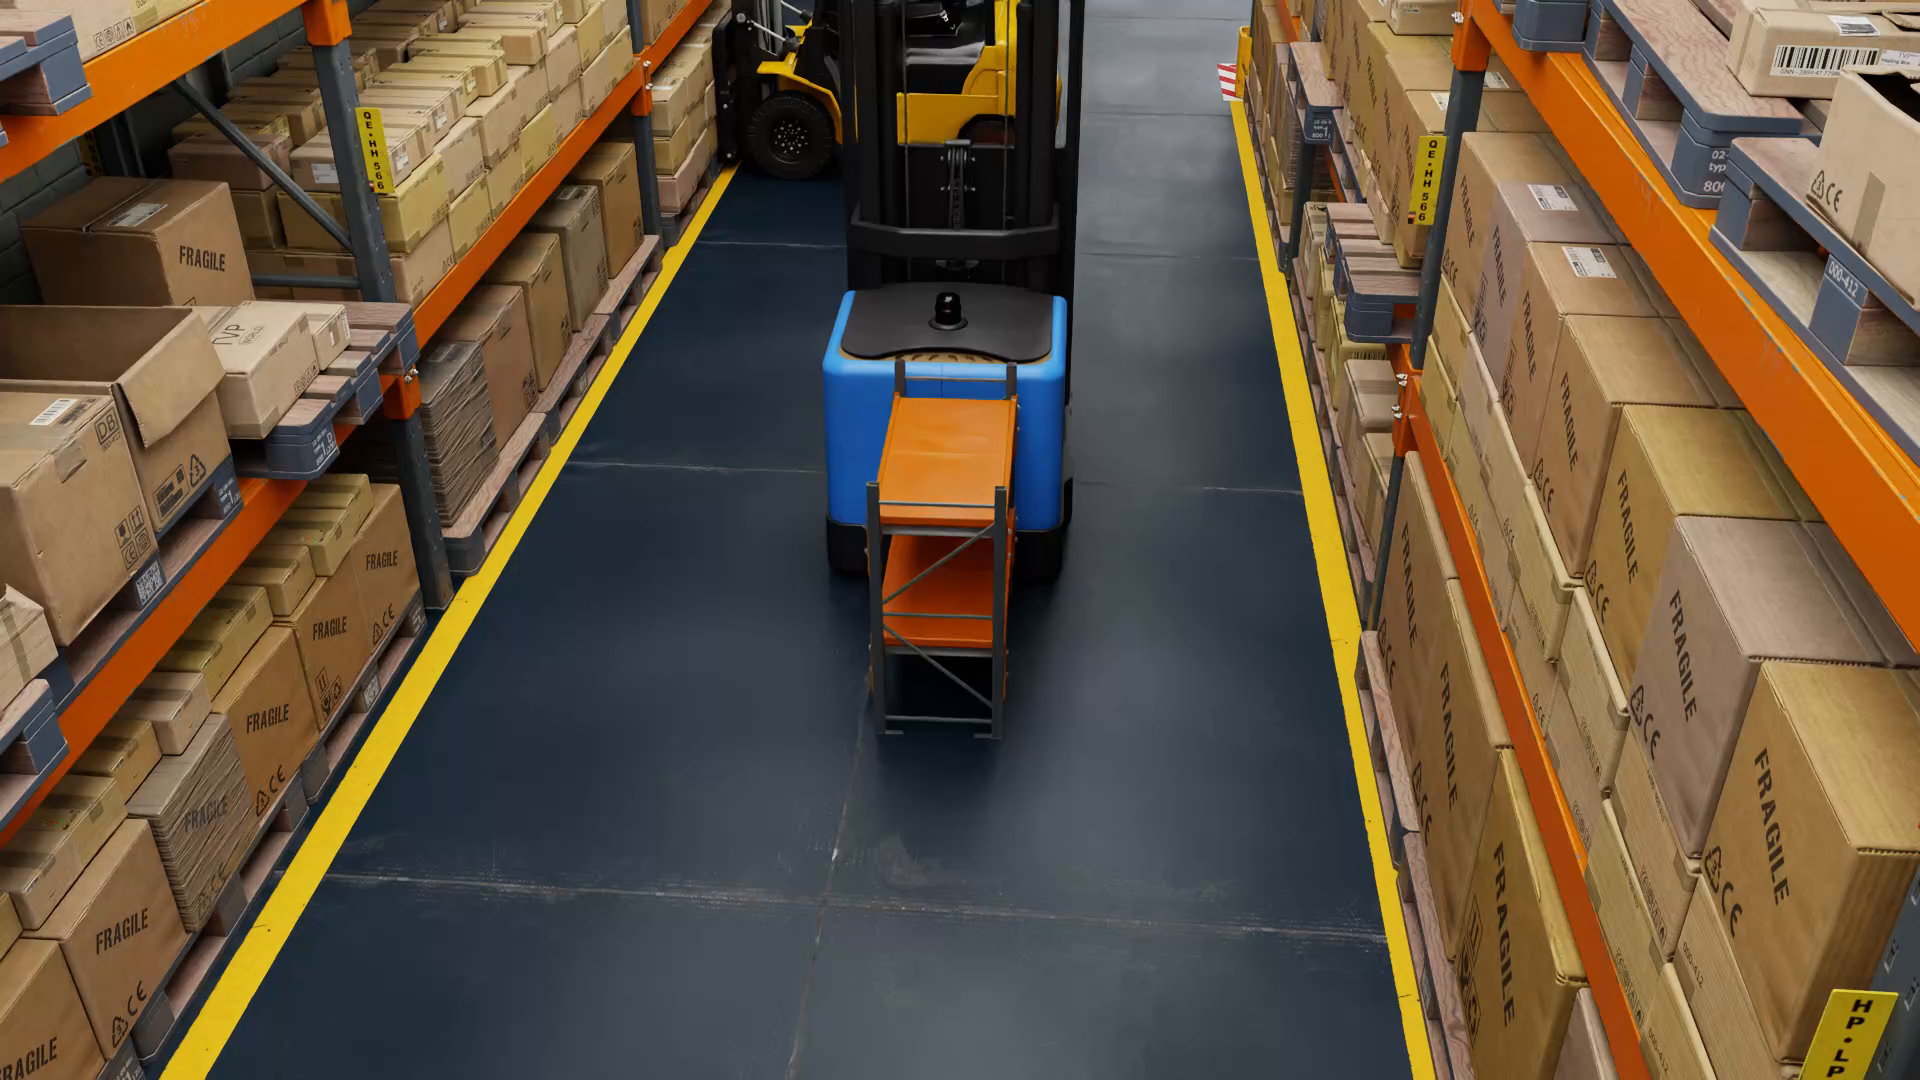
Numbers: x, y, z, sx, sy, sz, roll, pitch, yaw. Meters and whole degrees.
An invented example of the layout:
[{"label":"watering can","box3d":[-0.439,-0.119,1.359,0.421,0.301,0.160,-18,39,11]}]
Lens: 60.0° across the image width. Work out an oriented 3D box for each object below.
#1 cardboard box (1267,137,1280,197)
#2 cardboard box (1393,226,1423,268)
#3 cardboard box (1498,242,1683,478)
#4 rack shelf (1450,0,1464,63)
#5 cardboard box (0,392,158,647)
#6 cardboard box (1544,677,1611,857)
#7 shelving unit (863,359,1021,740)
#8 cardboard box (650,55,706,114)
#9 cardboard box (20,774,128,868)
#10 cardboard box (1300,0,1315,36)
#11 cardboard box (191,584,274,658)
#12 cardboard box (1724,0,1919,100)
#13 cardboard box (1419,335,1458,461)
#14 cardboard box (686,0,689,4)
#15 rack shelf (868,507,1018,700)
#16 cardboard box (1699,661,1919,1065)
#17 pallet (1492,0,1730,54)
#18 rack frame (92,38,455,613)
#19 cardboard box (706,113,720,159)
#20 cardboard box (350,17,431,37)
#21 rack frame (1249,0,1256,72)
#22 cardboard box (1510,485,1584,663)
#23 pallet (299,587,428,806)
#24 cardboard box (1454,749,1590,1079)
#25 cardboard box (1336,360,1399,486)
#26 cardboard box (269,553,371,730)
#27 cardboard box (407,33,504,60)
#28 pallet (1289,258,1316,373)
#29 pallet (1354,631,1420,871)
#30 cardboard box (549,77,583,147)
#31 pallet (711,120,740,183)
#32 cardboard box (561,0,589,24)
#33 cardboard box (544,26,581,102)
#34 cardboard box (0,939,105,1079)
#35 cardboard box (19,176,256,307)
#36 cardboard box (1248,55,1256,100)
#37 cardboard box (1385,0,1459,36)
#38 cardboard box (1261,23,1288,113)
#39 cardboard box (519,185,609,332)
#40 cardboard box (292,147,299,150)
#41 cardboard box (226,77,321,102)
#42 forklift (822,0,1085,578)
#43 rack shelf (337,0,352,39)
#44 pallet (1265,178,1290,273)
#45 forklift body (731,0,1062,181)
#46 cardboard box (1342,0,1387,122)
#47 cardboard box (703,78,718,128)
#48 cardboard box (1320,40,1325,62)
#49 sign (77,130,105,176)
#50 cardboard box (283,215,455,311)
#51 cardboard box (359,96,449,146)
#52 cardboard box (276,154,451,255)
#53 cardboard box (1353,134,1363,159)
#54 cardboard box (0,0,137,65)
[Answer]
[{"label":"cardboard box","box3d":[2.353,-2.505,11.176,0.500,0.250,0.500,2,32,3]},{"label":"cardboard box","box3d":[1.955,-1.202,6.681,0.380,0.149,0.250,3,32,5]},{"label":"cardboard box","box3d":[1.841,-0.497,4.648,0.500,0.500,0.500,3,32,5]},{"label":"rack shelf","box3d":[2.376,-2.822,7.297,1.077,0.370,4.000,2,32,4]},{"label":"cardboard box","box3d":[-2.691,-0.070,4.509,0.700,0.500,0.500,2,32,4]},{"label":"cardboard box","box3d":[1.776,0.575,4.100,0.500,0.250,0.500,2,32,3]},{"label":"shelving unit","box3d":[-0.051,0.020,6.646,0.538,1.125,1.048,2,32,3]},{"label":"cardboard box","box3d":[-2.005,-3.048,11.104,0.500,0.250,0.500,3,32,4]},{"label":"cardboard box","box3d":[-2.722,0.824,4.918,0.380,0.149,0.250,4,32,6]},{"label":"cardboard box","box3d":[2.327,-3.309,9.882,0.500,0.500,0.500,2,32,3]},{"label":"cardboard box","box3d":[-2.645,0.279,5.803,0.380,0.149,0.250,3,32,5]},{"label":"cardboard box","box3d":[1.892,-1.065,3.583,0.380,0.166,0.250,5,32,8]},{"label":"cardboard box","box3d":[1.923,-0.496,5.839,0.500,0.250,0.500,2,32,3]},{"label":"cardboard box","box3d":[-2.046,-3.908,11.138,0.500,0.500,0.500,2,32,3]},{"label":"rack shelf","box3d":[-0.051,0.228,6.774,0.538,0.278,1.000,2,32,3]},{"label":"cardboard box","box3d":[1.674,0.574,2.912,0.500,0.500,0.500,3,32,6]},{"label":"pallet","box3d":[2.214,-1.663,4.911,1.213,0.211,1.003,4,32,6]},{"label":"rack frame","box3d":[-2.734,-1.016,6.539,1.000,3.000,0.127,2,32,4]},{"label":"cardboard box","box3d":[-1.987,-2.890,11.800,0.500,0.250,0.500,3,32,5]},{"label":"cardboard box","box3d":[-2.821,-2.456,8.163,0.380,0.149,0.250,3,32,4]},{"label":"rack frame","box3d":[2.865,-4.989,12.986,1.000,3.000,0.127,2,32,4]},{"label":"cardboard box","box3d":[1.776,0.095,4.403,0.500,0.250,0.500,3,32,5]},{"label":"pallet","box3d":[-2.833,0.560,6.640,1.003,0.211,1.213,2,32,4]},{"label":"cardboard box","box3d":[1.924,1.212,4.550,0.875,0.875,0.875,3,32,5]},{"label":"cardboard box","box3d":[2.321,-0.547,7.883,0.950,0.372,0.625,2,32,3]},{"label":"cardboard box","box3d":[-2.605,0.361,6.287,0.500,0.500,0.500,2,32,3]},{"label":"cardboard box","box3d":[-2.395,-2.304,7.916,0.380,0.149,0.250,2,32,4]},{"label":"pallet","box3d":[2.477,-1.303,9.663,1.003,0.211,1.213,2,32,4]},{"label":"pallet","box3d":[2.074,0.791,6.266,1.003,0.211,1.213,2,32,4]},{"label":"cardboard box","box3d":[-2.295,-2.247,8.680,0.500,0.250,0.500,3,32,4]},{"label":"pallet","box3d":[-2.205,-2.974,12.374,1.003,0.211,1.213,2,32,4]},{"label":"cardboard box","box3d":[-2.180,-2.833,8.775,0.380,0.149,0.250,2,32,2]},{"label":"cardboard box","box3d":[-2.276,-2.452,8.536,0.500,0.250,0.500,3,32,5]},{"label":"cardboard box","box3d":[-2.763,1.439,4.538,0.500,0.500,0.500,2,32,3]},{"label":"cardboard box","box3d":[-2.932,-0.974,5.977,0.500,0.500,0.500,4,32,6]},{"label":"cardboard box","box3d":[2.523,-3.587,12.932,0.500,0.250,0.500,2,32,4]},{"label":"cardboard box","box3d":[2.065,-2.297,7.221,0.380,0.149,0.250,1,32,2]},{"label":"cardboard box","box3d":[2.435,-3.358,11.846,0.500,0.500,0.500,3,32,5]},{"label":"cardboard box","box3d":[-2.511,-1.596,9.344,0.875,0.625,0.625,2,32,3]},{"label":"cardboard box","box3d":[-2.935,-1.679,7.281,0.500,0.250,0.500,3,32,4]},{"label":"cardboard box","box3d":[-2.967,-1.919,7.291,0.380,0.149,0.250,2,32,3]},{"label":"forklift","box3d":[0.021,-1.826,7.920,1.130,2.935,3.031,2,32,3]},{"label":"rack shelf","box3d":[-2.571,-3.032,7.638,1.077,0.370,4.000,2,32,4]},{"label":"pallet","box3d":[2.559,-2.063,10.896,1.003,0.211,1.213,2,32,4]},{"label":"forklift body","box3d":[-0.419,-3.768,11.814,2.313,2.155,1.214,2,32,4]},{"label":"cardboard box","box3d":[2.090,-2.223,7.719,0.500,0.500,0.500,1,32,2]},{"label":"cardboard box","box3d":[-1.970,-3.094,11.655,0.500,0.250,0.500,2,32,4]},{"label":"cardboard box","box3d":[2.179,-2.693,9.101,0.380,0.149,0.250,3,32,5]},{"label":"sign","box3d":[-3.288,-1.530,6.271,0.100,0.325,0.005,2,32,4]},{"label":"cardboard box","box3d":[-2.454,-1.173,6.938,0.500,0.250,0.500,3,32,4]},{"label":"cardboard box","box3d":[-2.399,-1.763,7.039,0.380,0.149,0.250,3,32,5]},{"label":"cardboard box","box3d":[-2.430,-1.385,6.805,0.500,0.250,0.500,2,32,4]},{"label":"cardboard box","box3d":[2.053,-1.872,7.768,0.380,0.149,0.250,1,32,2]},{"label":"cardboard box","box3d":[-2.615,-1.425,4.488,0.500,0.250,0.500,2,32,4]}]
